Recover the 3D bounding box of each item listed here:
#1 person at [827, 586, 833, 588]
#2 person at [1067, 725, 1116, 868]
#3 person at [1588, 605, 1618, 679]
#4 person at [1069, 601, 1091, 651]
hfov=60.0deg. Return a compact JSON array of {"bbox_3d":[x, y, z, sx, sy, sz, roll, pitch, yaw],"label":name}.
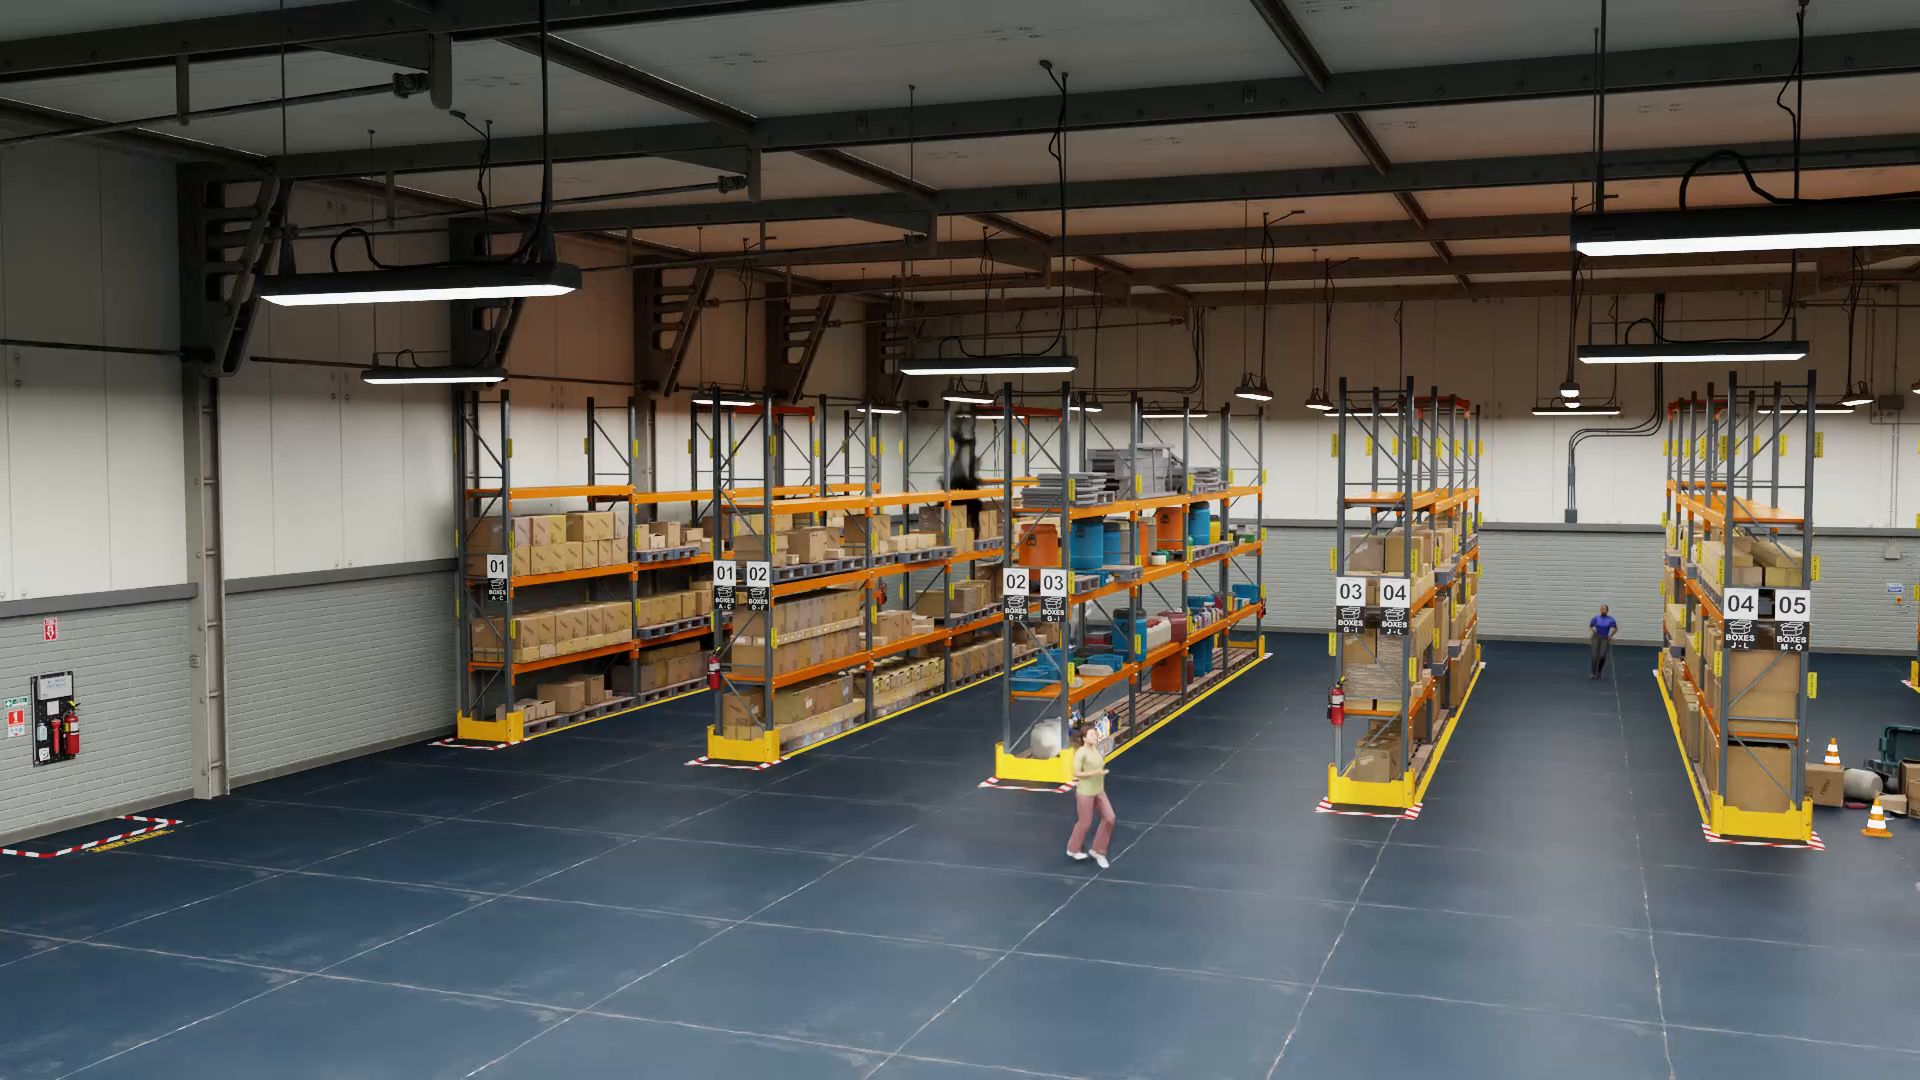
[{"bbox_3d":[-2.803,1.869,35.754,0.692,1.759,0.721,1,3,11],"label":"person"},{"bbox_3d":[1.559,3.071,19.945,0.558,1.714,0.668,-3,4,-44],"label":"person"},{"bbox_3d":[13.917,2.212,36.040,0.589,1.622,0.620,2,4,27],"label":"person"},{"bbox_3d":[2.635,1.845,37.405,0.614,1.645,0.589,1,3,16],"label":"person"}]
